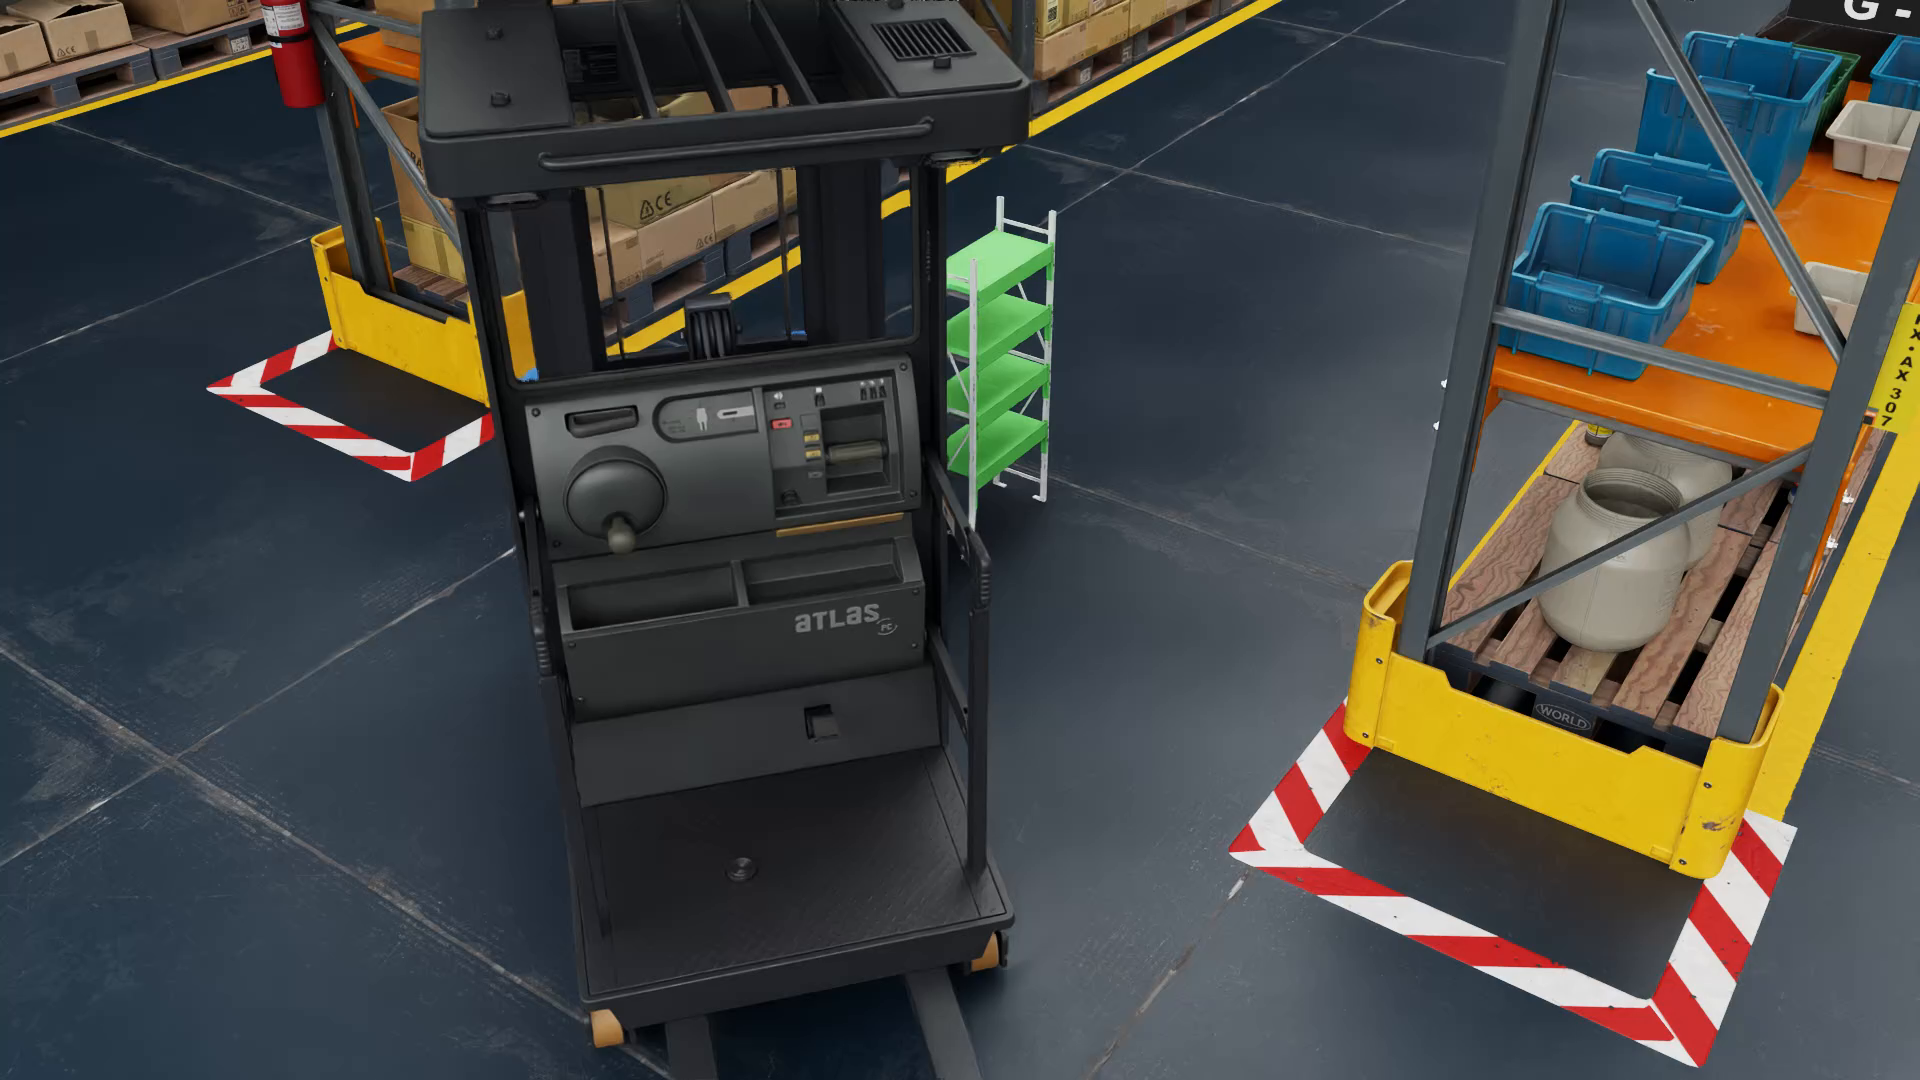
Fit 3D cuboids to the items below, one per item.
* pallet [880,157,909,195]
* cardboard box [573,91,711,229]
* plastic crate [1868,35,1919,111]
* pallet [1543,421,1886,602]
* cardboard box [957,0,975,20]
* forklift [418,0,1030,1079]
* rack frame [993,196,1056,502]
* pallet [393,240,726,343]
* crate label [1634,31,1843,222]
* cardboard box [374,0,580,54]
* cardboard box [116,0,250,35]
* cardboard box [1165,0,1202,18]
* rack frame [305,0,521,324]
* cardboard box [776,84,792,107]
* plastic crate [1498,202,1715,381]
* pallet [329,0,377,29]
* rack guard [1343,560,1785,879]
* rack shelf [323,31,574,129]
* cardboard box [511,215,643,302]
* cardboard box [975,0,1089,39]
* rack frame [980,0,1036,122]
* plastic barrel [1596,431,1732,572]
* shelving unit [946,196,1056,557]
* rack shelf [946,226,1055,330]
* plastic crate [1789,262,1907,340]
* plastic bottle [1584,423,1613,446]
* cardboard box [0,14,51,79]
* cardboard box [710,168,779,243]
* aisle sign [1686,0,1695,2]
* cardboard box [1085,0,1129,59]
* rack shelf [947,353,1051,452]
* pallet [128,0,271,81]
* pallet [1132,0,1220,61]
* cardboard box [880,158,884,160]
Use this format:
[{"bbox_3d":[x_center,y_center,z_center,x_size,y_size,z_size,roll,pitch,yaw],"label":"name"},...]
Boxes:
[{"bbox_3d":[-0.495,-2.382,9.583,1.003,0.211,1.213,21,39,28],"label":"pallet"},{"bbox_3d":[-1.516,-1.801,7.645,0.500,0.500,0.500,21,39,28],"label":"cardboard box"},{"bbox_3d":[3.652,-1.648,6.142,0.499,0.251,0.616,21,39,28],"label":"plastic crate"},{"bbox_3d":[2.948,-0.291,6.492,1.003,0.211,1.213,21,39,28],"label":"pallet"},{"bbox_3d":[-0.012,-3.435,10.230,0.500,0.311,0.500,21,39,28],"label":"cardboard box"},{"bbox_3d":[-0.502,-0.145,3.849,1.130,2.935,3.031,-8,35,-12],"label":"forklift"},{"bbox_3d":[0.234,-0.685,6.193,0.240,1.200,0.015,21,39,28],"label":"rack frame"},{"bbox_3d":[-1.886,-1.259,7.923,1.003,0.211,1.213,21,39,28],"label":"pallet"},{"bbox_3d":[2.607,-1.413,5.630,0.502,0.435,0.616,21,39,28],"label":"crate label"},{"bbox_3d":[-2.011,-2.301,6.885,0.700,0.500,0.500,21,39,28],"label":"cardboard box"},{"bbox_3d":[-5.107,-3.650,10.808,0.700,0.500,0.500,19,38,25],"label":"cardboard box"},{"bbox_3d":[1.303,-3.739,11.181,0.500,0.250,0.500,22,40,29],"label":"cardboard box"},{"bbox_3d":[-2.288,-2.049,6.602,1.000,3.000,0.127,21,39,28],"label":"rack frame"},{"bbox_3d":[-0.942,-2.259,8.324,0.500,0.500,0.500,21,39,28],"label":"cardboard box"},{"bbox_3d":[1.819,-0.729,4.783,0.499,0.251,0.616,21,39,28],"label":"plastic crate"},{"bbox_3d":[-4.433,-3.994,11.968,1.003,0.211,1.213,21,39,28],"label":"pallet"},{"bbox_3d":[1.784,0.521,5.034,1.175,0.500,0.348,21,39,28],"label":"rack guard"},{"bbox_3d":[-1.147,-2.671,8.164,1.077,0.370,4.000,21,39,28],"label":"rack shelf"},{"bbox_3d":[-1.799,-1.259,7.514,0.500,0.250,0.500,21,39,28],"label":"cardboard box"},{"bbox_3d":[0.433,-3.267,9.983,0.500,0.311,0.500,21,40,28],"label":"cardboard box"},{"bbox_3d":[-0.007,-3.889,9.324,1.000,3.000,0.127,21,39,28],"label":"rack frame"},{"bbox_3d":[2.378,-0.166,5.664,0.421,0.512,0.421,0,34,0],"label":"plastic barrel"},{"bbox_3d":[0.094,-0.573,6.027,0.258,1.200,0.503,21,39,28],"label":"shelving unit"},{"bbox_3d":[0.094,-0.918,5.793,0.258,0.148,0.480,21,39,28],"label":"rack shelf"},{"bbox_3d":[2.554,-0.665,4.790,0.298,0.136,0.250,21,39,28],"label":"plastic crate"},{"bbox_3d":[2.466,-0.473,6.377,0.097,0.201,0.097,0,34,0],"label":"plastic bottle"},{"bbox_3d":[-5.891,-2.987,9.997,0.500,0.311,0.500,17,37,23],"label":"cardboard box"},{"bbox_3d":[-1.232,-1.721,8.196,0.500,0.250,0.500,21,39,28],"label":"cardboard box"},{"bbox_3d":[1.494,-1.603,3.623,0.394,0.787,0.004,21,39,28],"label":"aisle sign"},{"bbox_3d":[0.719,-3.266,10.481,0.500,0.250,0.500,22,40,29],"label":"cardboard box"},{"bbox_3d":[0.094,-0.520,6.062,0.258,0.148,0.480,21,39,28],"label":"rack shelf"},{"bbox_3d":[-5.128,-3.431,11.135,1.003,0.211,1.213,21,39,28],"label":"pallet"},{"bbox_3d":[1.076,-3.650,11.458,1.003,0.211,1.213,21,39,28],"label":"pallet"},{"bbox_3d":[-0.658,-2.179,8.875,0.500,0.250,0.500,21,39,28],"label":"cardboard box"}]
